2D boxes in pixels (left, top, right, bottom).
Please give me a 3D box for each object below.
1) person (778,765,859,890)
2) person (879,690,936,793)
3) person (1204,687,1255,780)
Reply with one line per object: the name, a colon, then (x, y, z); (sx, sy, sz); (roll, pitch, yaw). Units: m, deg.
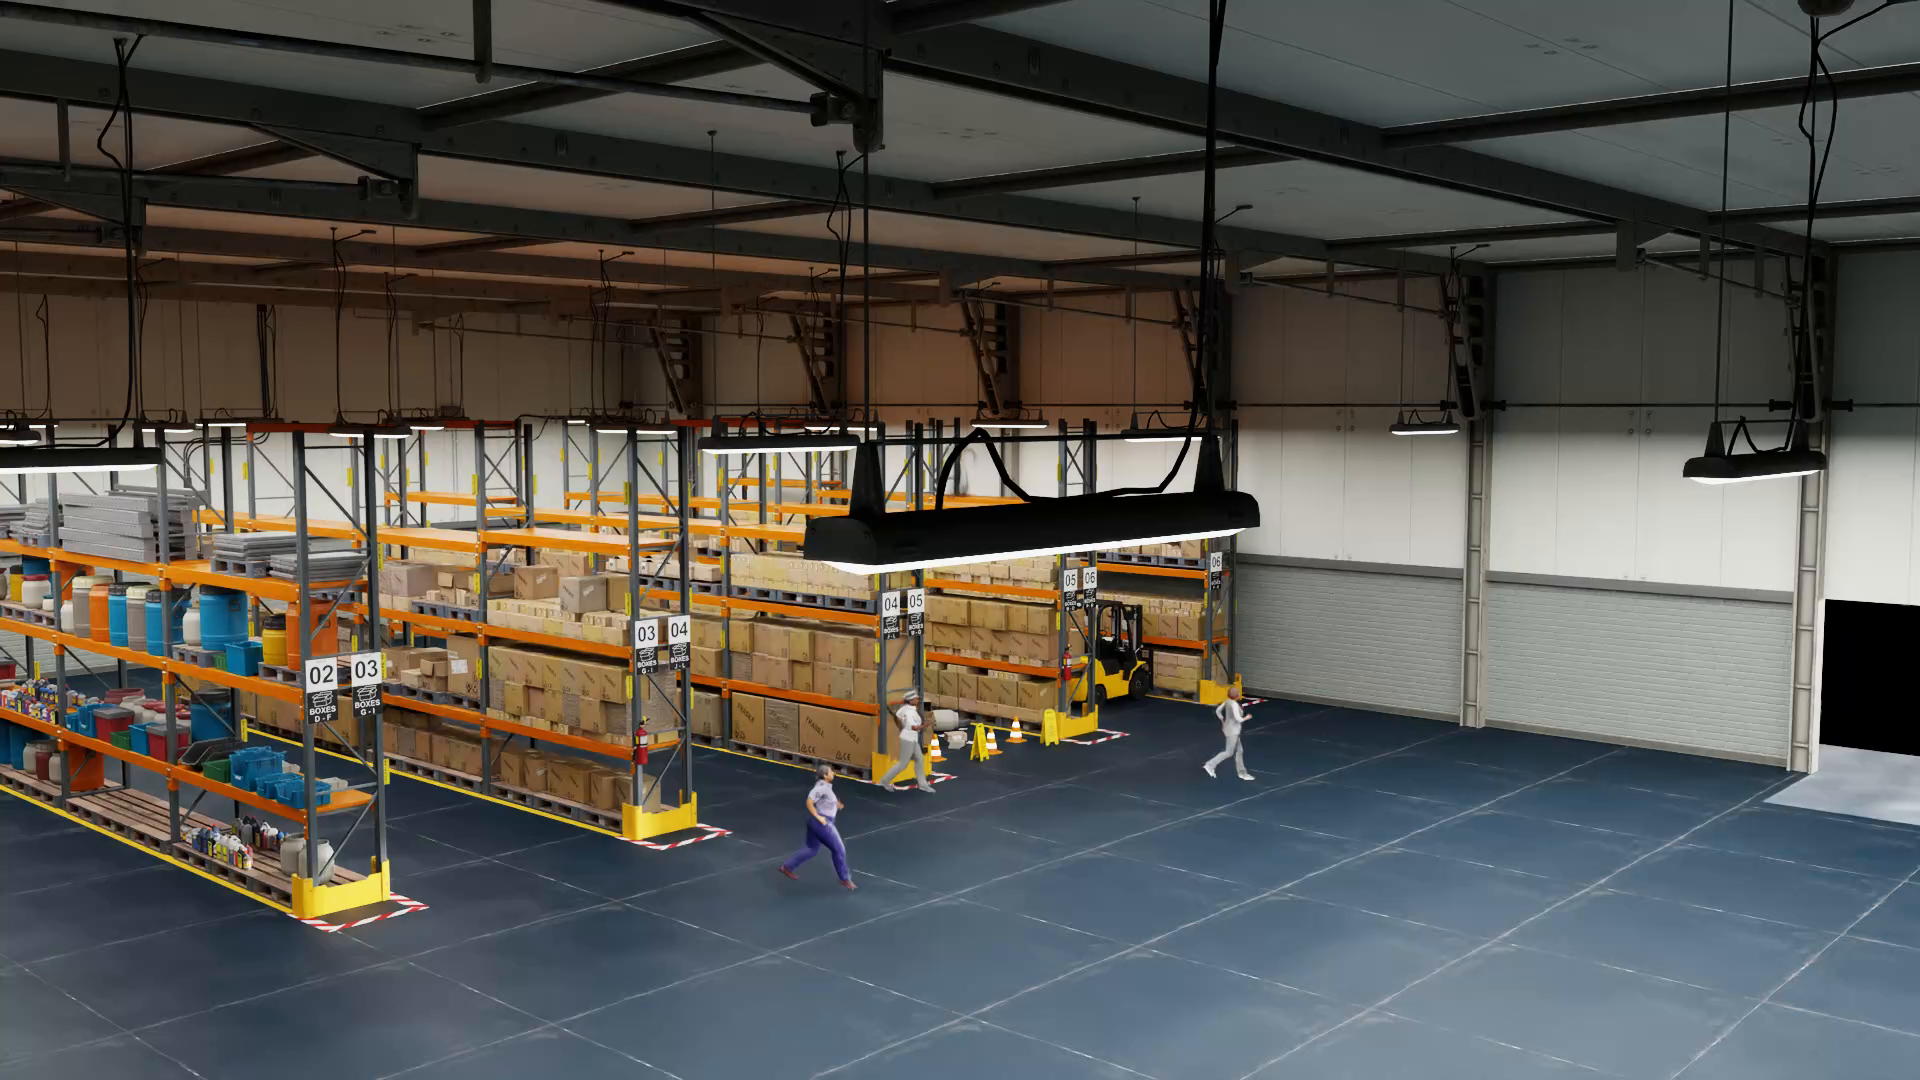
person: (-1.853, 3.762, 21.680); (1.043, 1.691, 0.574); (-2, 5, -18)
person: (-0.851, 3.265, 26.913); (0.929, 1.694, 0.566); (0, 5, -3)
person: (4.514, 3.238, 27.825); (0.881, 1.586, 0.537); (0, 5, -5)
